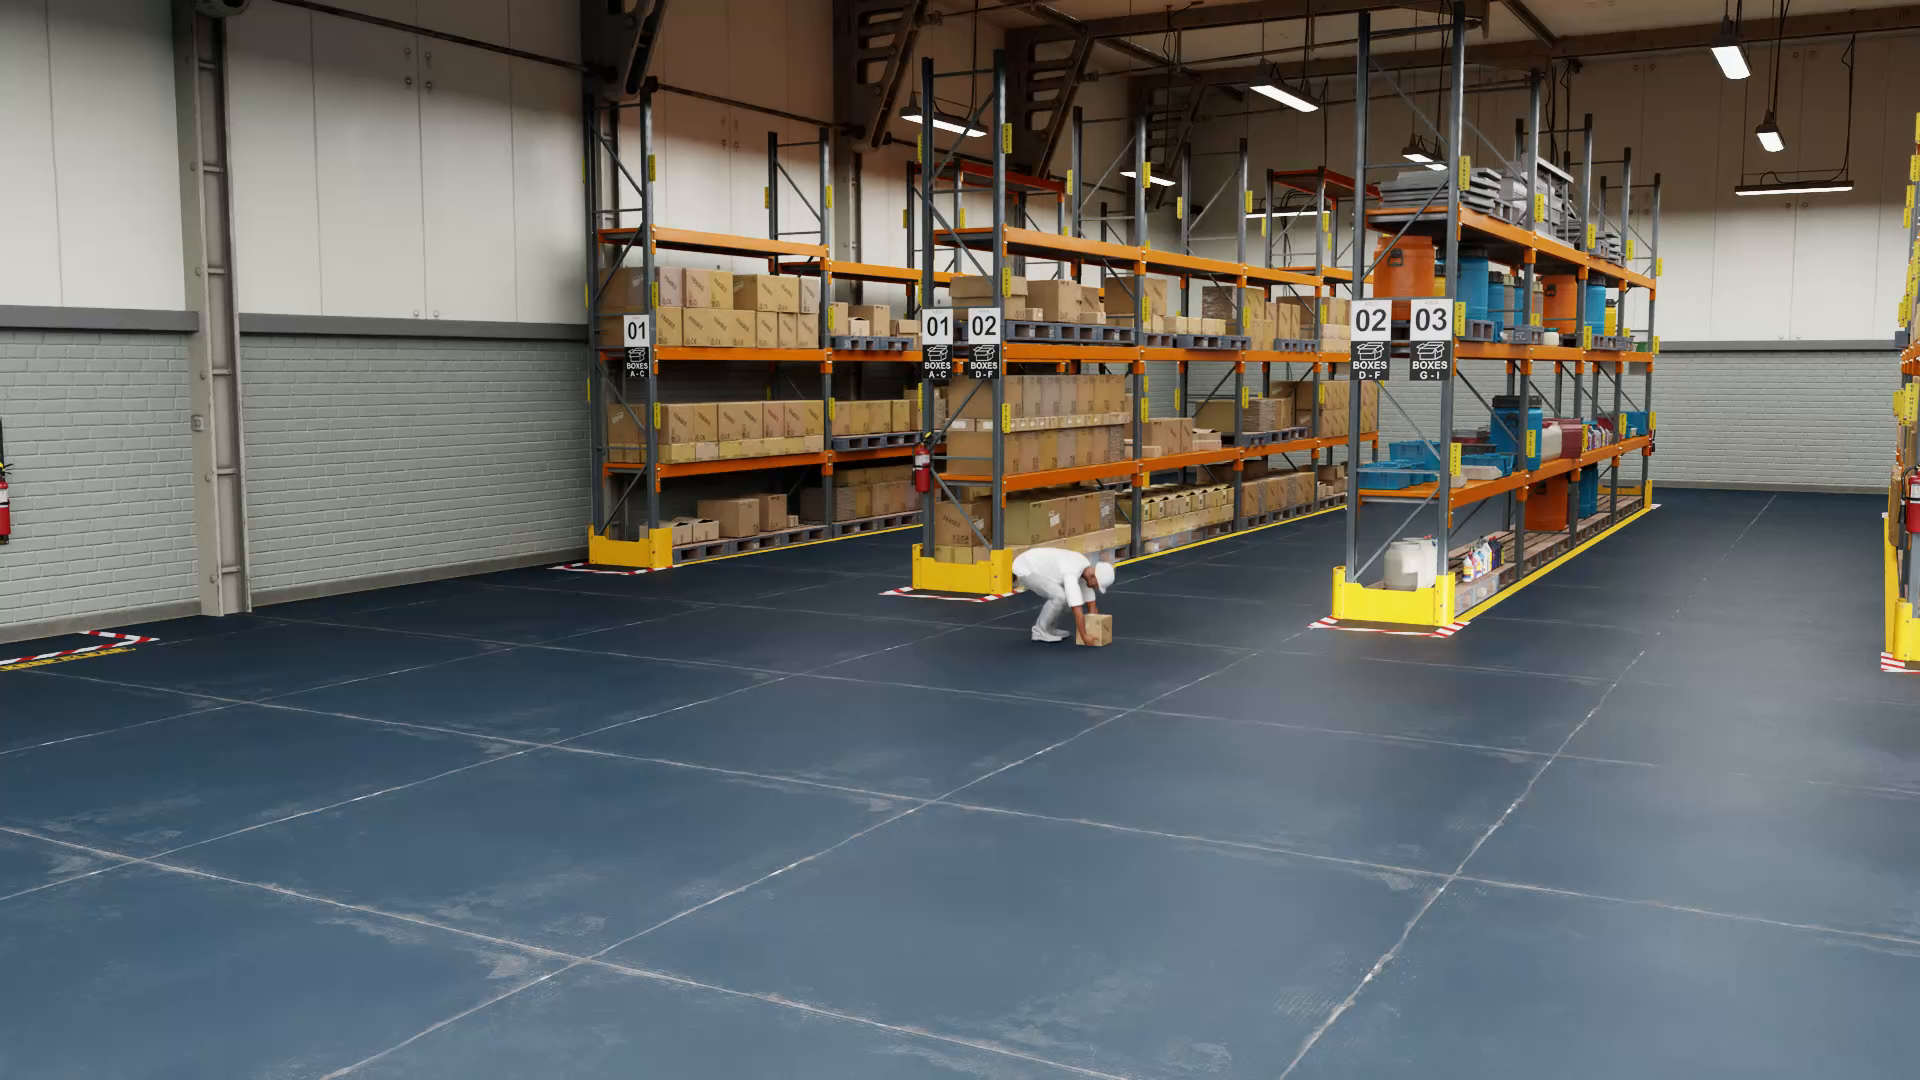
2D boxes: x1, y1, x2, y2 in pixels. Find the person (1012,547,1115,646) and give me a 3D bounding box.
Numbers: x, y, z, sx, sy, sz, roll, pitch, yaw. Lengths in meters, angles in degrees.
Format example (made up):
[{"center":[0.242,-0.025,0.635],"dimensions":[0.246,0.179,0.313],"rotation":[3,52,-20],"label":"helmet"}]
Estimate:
[{"center":[0.974,0.514,15.480],"dimensions":[0.979,0.886,0.505],"rotation":[3,7,26],"label":"person"}]
